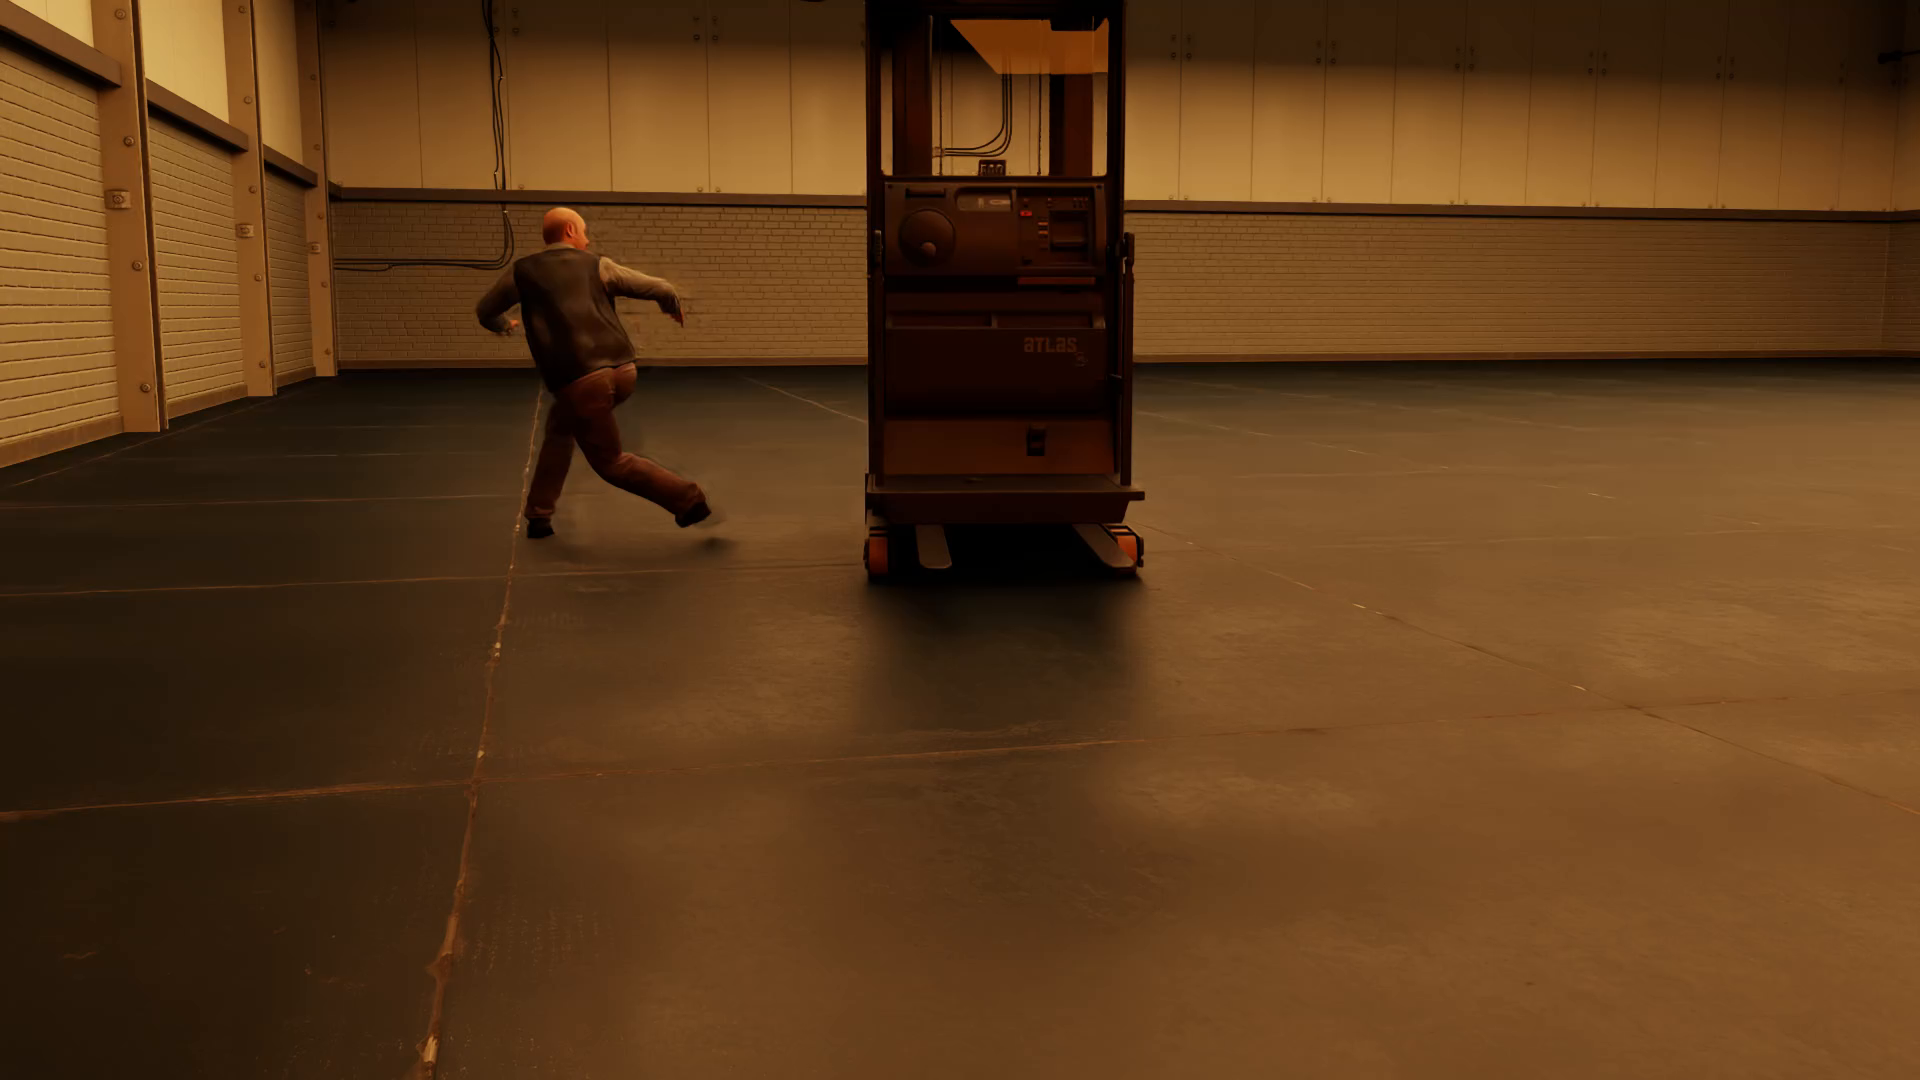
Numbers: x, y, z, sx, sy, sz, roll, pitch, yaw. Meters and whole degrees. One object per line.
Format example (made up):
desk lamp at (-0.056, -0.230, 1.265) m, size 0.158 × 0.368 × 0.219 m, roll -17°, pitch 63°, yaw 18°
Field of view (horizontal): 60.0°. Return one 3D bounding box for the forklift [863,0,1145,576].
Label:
forklift at (0.160, -1.350, 6.777) m, size 1.130 × 2.935 × 3.031 m, roll 0°, pitch 8°, yaw -3°

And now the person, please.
person at (-1.694, -0.756, 7.695) m, size 0.909 × 1.530 × 1.065 m, roll -7°, pitch 11°, yaw -43°
